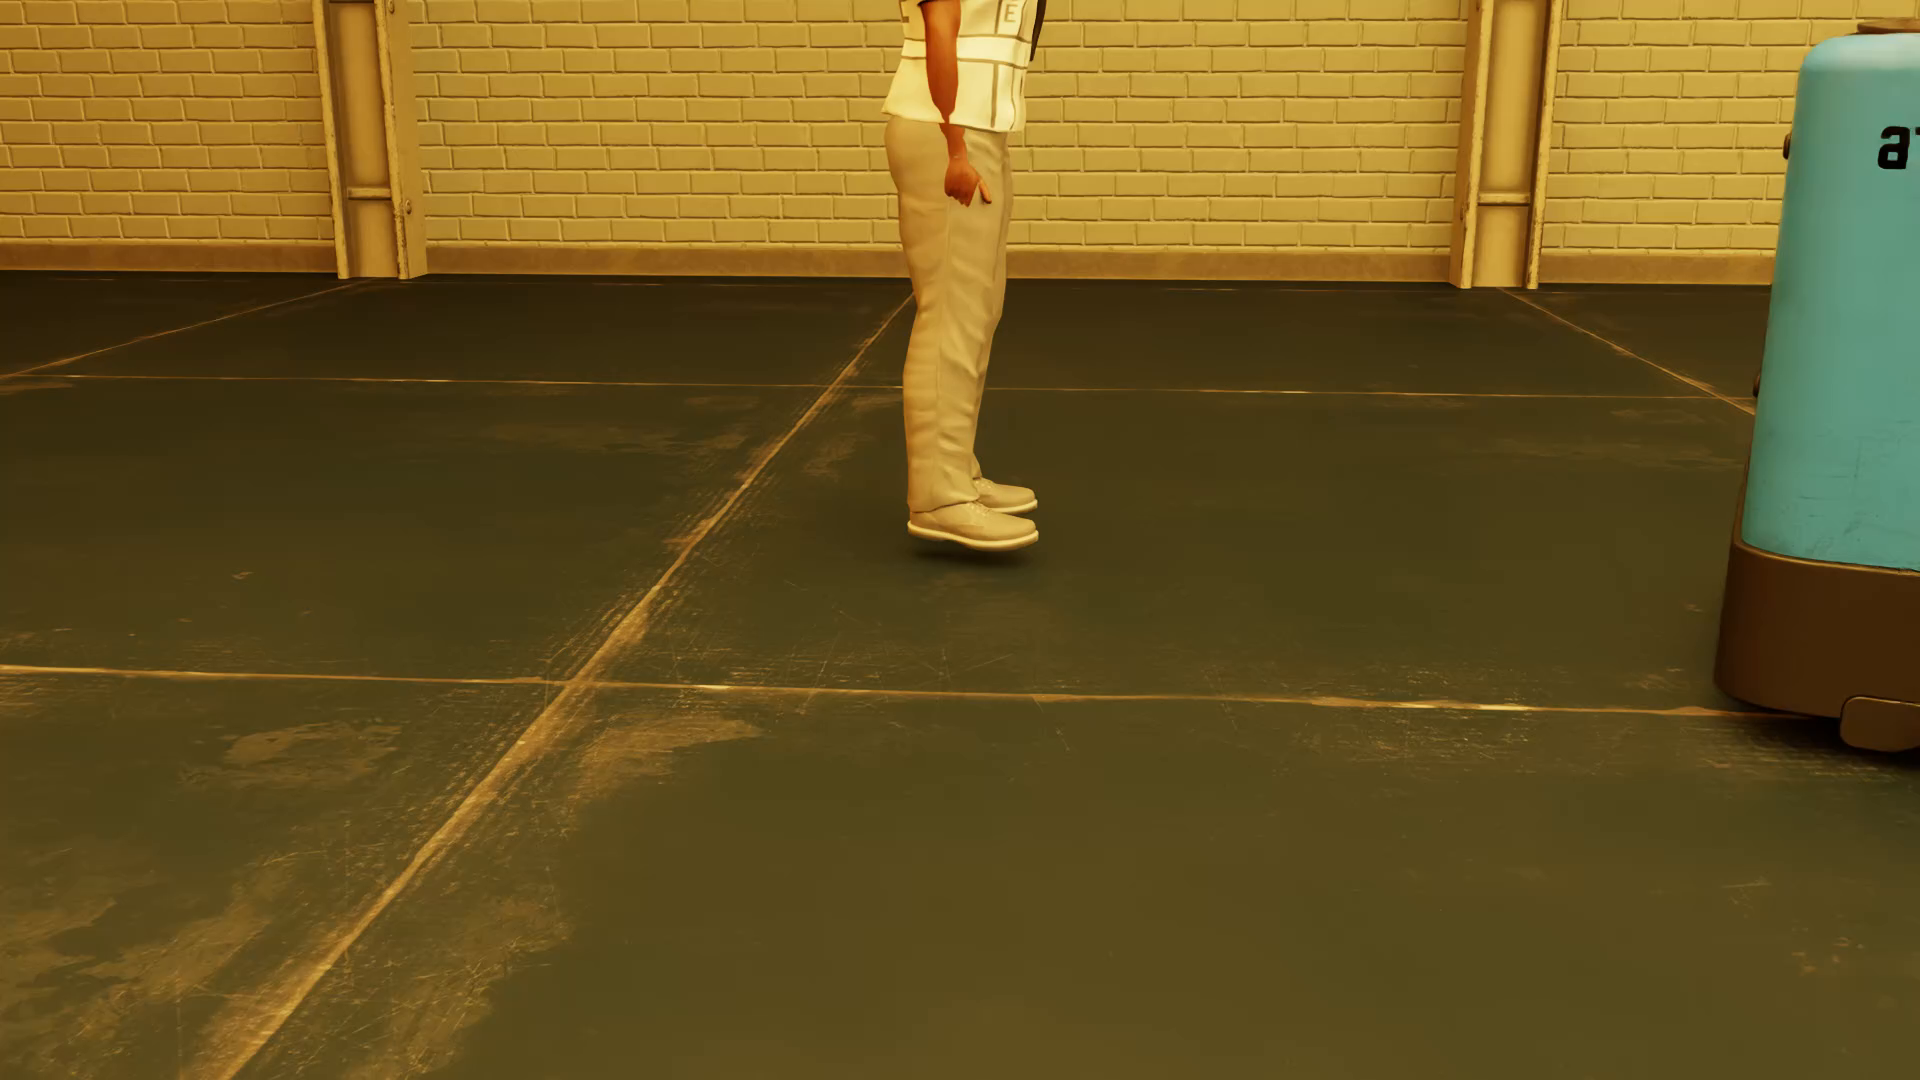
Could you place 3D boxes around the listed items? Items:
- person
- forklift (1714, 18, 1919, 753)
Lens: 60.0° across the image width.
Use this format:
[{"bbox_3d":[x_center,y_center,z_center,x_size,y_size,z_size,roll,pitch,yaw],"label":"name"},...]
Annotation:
[{"bbox_3d":[0.010,-0.852,3.577,0.349,1.694,0.451,1,15,4],"label":"person"},{"bbox_3d":[2.769,-1.039,2.049,3.031,2.935,1.130,7,17,25],"label":"forklift"}]
